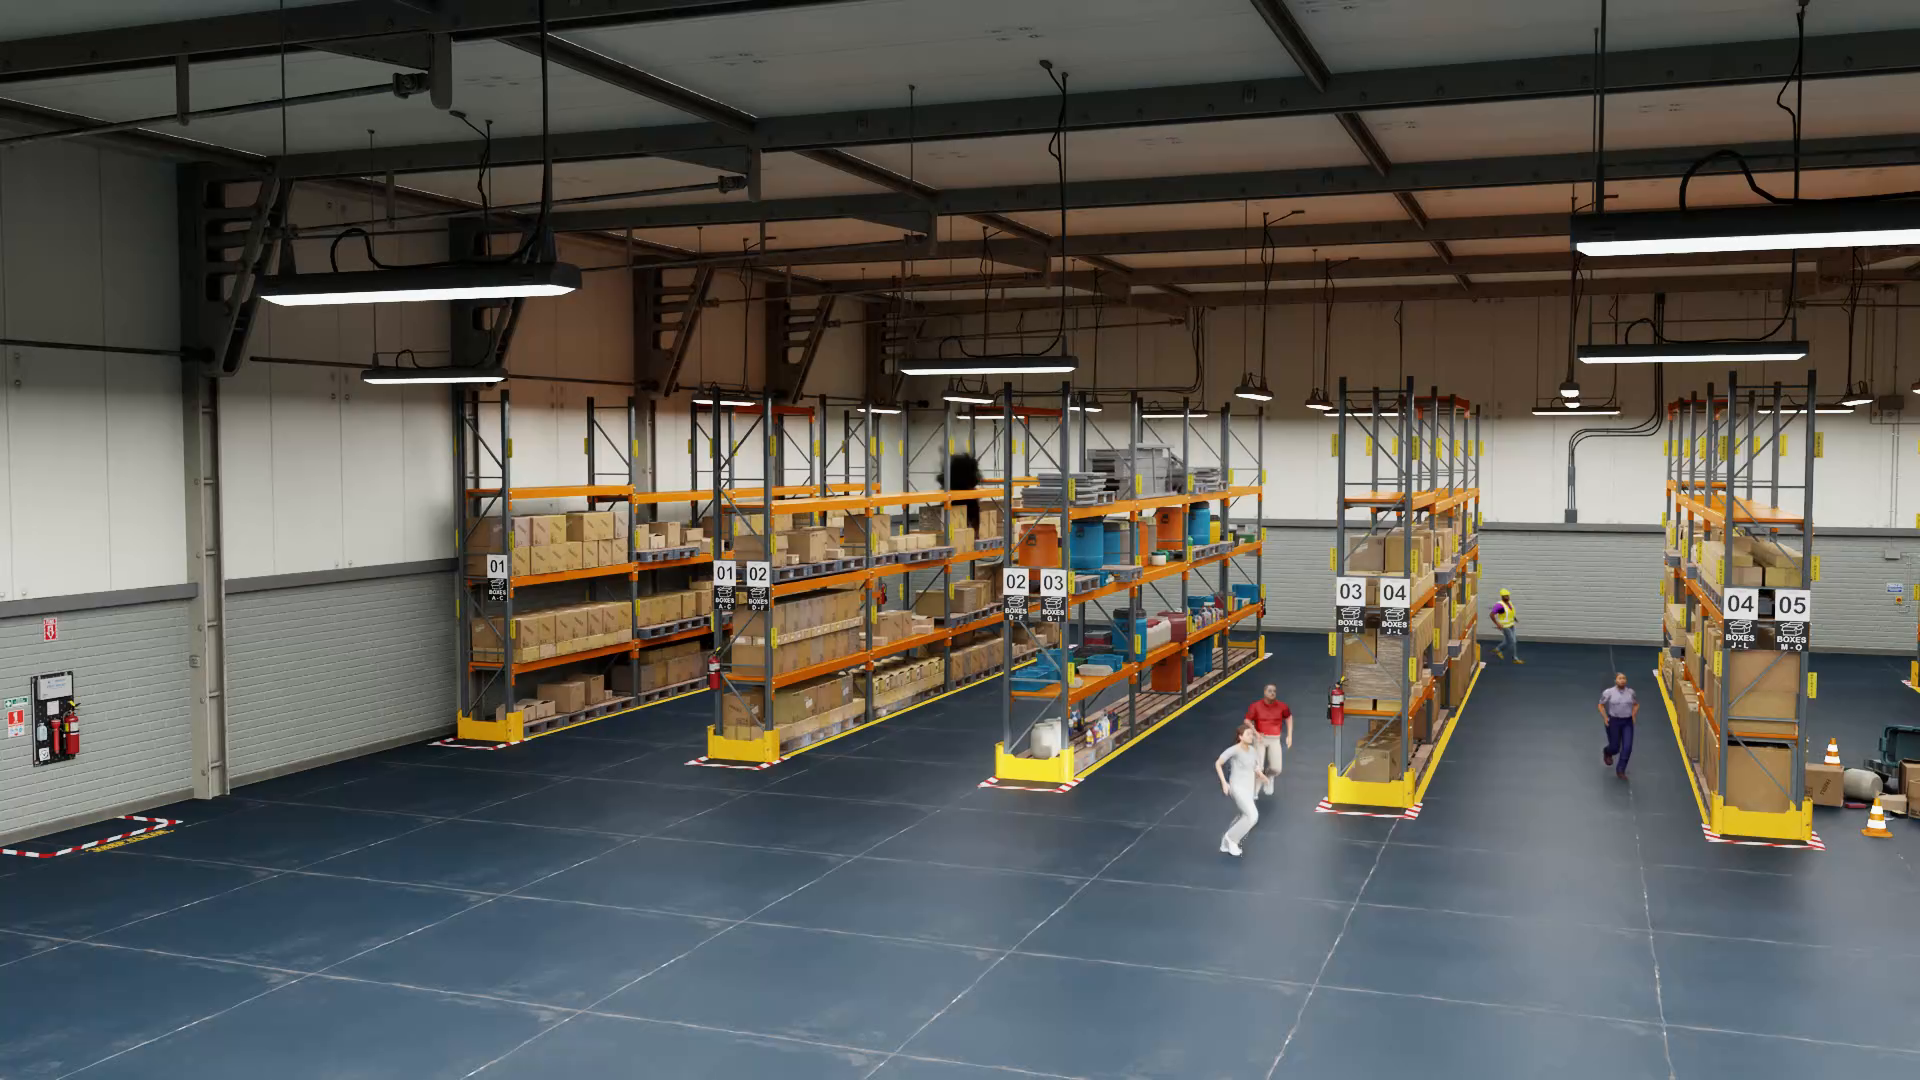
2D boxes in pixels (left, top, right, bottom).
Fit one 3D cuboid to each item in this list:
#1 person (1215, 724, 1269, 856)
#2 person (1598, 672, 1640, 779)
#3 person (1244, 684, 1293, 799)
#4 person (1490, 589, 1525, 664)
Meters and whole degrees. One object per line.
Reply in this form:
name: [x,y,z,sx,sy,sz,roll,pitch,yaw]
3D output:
person: [3.451,3.054,20.256,0.538,1.626,0.702,-3,4,-41]
person: [10.067,2.812,25.389,0.609,1.606,0.584,0,3,6]
person: [4.389,2.863,23.590,0.712,1.653,0.581,0,3,1]
person: [12.641,2.005,38.612,0.762,1.737,0.852,-3,4,-39]
